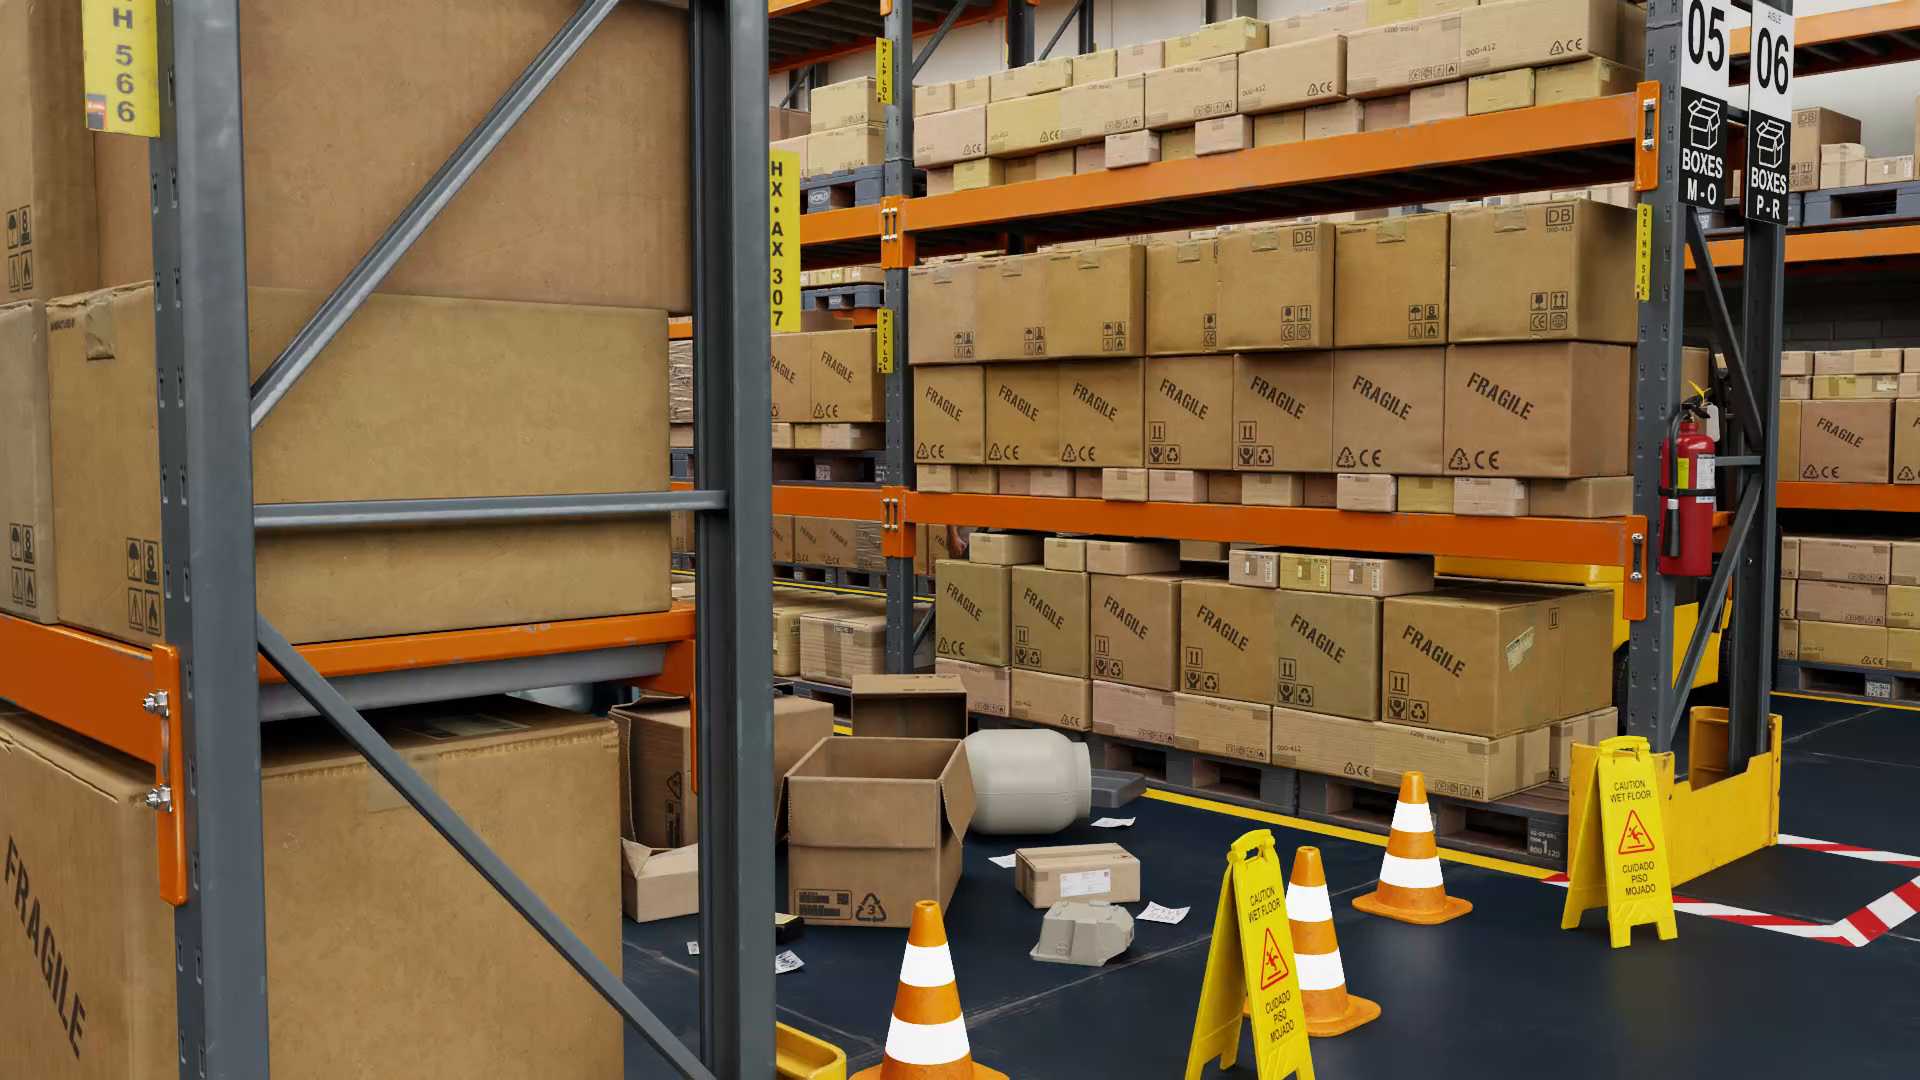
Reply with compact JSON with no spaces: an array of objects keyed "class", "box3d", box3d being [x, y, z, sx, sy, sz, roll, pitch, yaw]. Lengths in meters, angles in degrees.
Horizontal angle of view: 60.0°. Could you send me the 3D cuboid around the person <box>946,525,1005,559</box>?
[{"class":"person","box3d":[0.132,-0.001,11.385,0.586,1.727,0.393,-4,5,-43]}]
